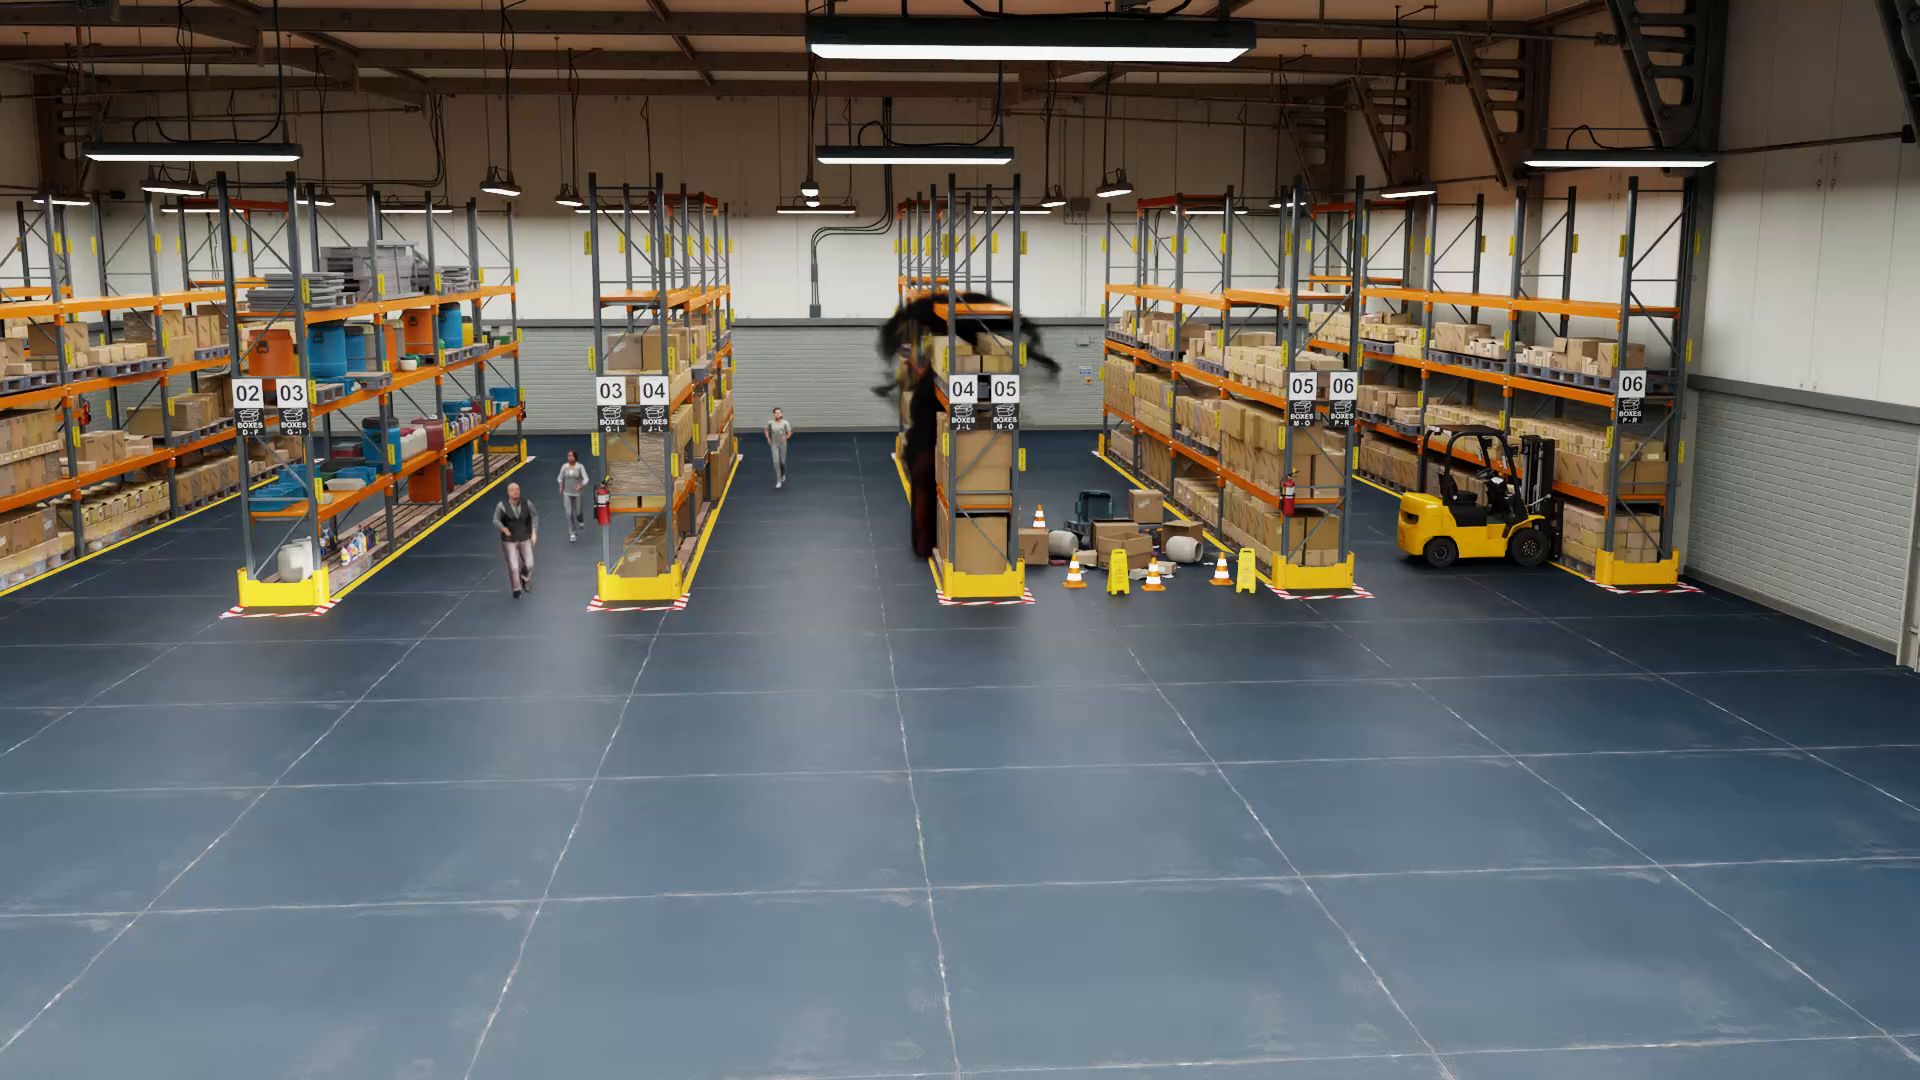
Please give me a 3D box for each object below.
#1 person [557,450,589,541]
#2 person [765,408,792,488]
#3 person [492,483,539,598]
[{"bbox_3d":[-6.671,-0.784,28.668,0.539,1.551,0.622,-1,10,-4],"label":"person"},{"bbox_3d":[-3.835,-1.967,35.097,0.573,1.659,0.760,-1,10,-3],"label":"person"},{"bbox_3d":[-6.327,0.019,23.789,0.679,1.675,0.608,-4,11,-22],"label":"person"}]
